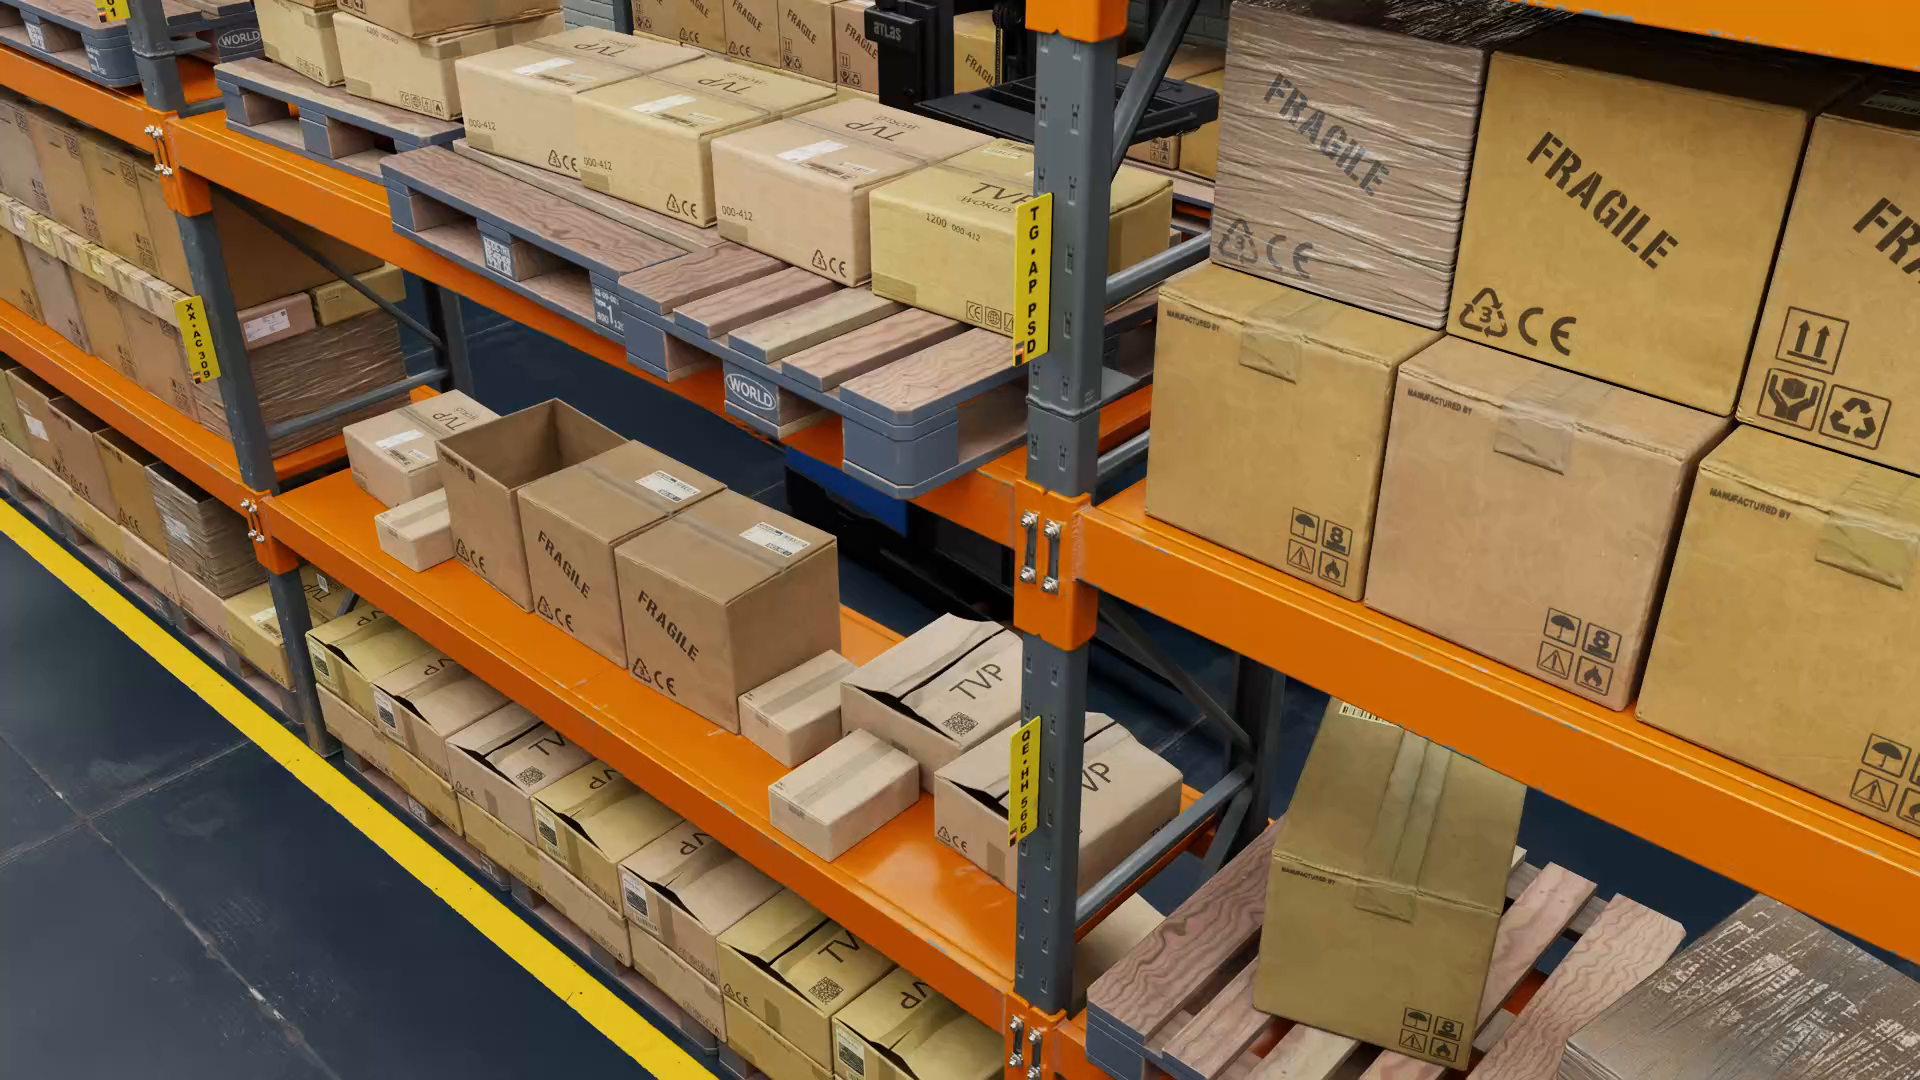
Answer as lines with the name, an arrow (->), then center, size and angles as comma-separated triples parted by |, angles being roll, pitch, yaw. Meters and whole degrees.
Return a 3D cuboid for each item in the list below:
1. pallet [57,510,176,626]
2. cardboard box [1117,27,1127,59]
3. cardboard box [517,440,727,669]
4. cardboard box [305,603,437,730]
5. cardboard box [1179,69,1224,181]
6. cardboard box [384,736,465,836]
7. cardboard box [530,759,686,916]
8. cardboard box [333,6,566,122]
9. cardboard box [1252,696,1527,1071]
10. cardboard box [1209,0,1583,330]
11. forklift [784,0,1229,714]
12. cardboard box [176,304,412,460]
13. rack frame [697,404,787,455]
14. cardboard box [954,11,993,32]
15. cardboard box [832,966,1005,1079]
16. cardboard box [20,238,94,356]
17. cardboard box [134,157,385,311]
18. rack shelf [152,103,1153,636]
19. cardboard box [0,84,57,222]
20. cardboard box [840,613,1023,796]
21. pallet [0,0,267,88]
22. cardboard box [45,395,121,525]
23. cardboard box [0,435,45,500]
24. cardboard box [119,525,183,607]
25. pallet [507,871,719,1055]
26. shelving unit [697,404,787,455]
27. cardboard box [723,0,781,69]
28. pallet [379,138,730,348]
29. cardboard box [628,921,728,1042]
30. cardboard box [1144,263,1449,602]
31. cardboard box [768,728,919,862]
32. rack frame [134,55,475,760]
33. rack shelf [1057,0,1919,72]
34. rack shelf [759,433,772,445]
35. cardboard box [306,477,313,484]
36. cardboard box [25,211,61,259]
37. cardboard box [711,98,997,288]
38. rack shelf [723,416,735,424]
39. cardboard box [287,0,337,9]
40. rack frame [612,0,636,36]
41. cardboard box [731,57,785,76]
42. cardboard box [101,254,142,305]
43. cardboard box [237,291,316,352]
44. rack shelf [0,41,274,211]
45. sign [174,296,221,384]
pallet -> -3.920, -0.066, 8.655 | 1.213, 0.211, 1.003 | 25, 39, 35
cardboard box -> 0.664, -2.951, 10.142 | 0.500, 0.500, 0.500 | 24, 38, 34
cardboard box -> -1.129, 0.038, 5.682 | 0.500, 0.500, 0.500 | 25, 39, 35
cardboard box -> -2.310, 0.449, 6.811 | 0.500, 0.311, 0.500 | 25, 39, 35
cardboard box -> 1.636, -2.289, 9.120 | 0.700, 0.500, 0.500 | -25, 39, -35
cardboard box -> -1.938, 0.863, 6.667 | 0.500, 0.250, 0.500 | 26, 40, 36
cardboard box -> -1.169, 0.981, 5.928 | 0.500, 0.311, 0.500 | 26, 40, 36
cardboard box -> -1.590, -1.542, 5.233 | 0.500, 0.250, 0.500 | 21, 37, 31
cardboard box -> 1.059, 0.789, 4.026 | 0.500, 0.500, 0.700 | 12, 33, 19
cardboard box -> 0.836, -0.766, 3.139 | 0.500, 0.500, 0.500 | 25, 39, 35
forklift -> 0.416, -1.013, 7.591 | 1.130, 2.935, 3.031 | -25, 39, -35
cardboard box -> -2.782, -0.741, 6.976 | 0.500, 0.500, 0.700 | 24, 38, 34
rack frame -> -1.244, -0.721, 9.937 | 0.240, 0.006, 1.200 | -26, 39, -36
cardboard box -> -0.060, -2.924, 10.098 | 0.500, 0.500, 0.500 | 25, 39, 35
cardboard box -> -0.037, 1.508, 5.052 | 0.500, 0.311, 0.500 | 26, 40, 36
cardboard box -> -3.928, -1.273, 7.860 | 0.500, 0.500, 0.700 | 26, 40, 36
cardboard box -> -2.782, -1.297, 6.641 | 0.500, 0.500, 0.700 | 25, 39, 35
rack shelf -> -0.966, -0.832, 5.013 | 4.000, 0.370, 1.077 | 25, 39, 35
cardboard box -> -3.899, -1.818, 7.507 | 0.500, 0.500, 0.700 | 25, 39, 35
cardboard box -> -0.017, 0.492, 5.111 | 0.500, 0.311, 0.500 | 25, 39, 35
pallet -> -3.099, -2.080, 6.474 | 1.213, 0.211, 1.003 | 25, 39, 35
cardboard box -> -4.056, -0.464, 8.144 | 0.500, 0.500, 0.500 | 25, 39, 35
cardboard box -> -4.793, -0.491, 8.916 | 0.500, 0.250, 0.500 | 25, 39, 35
cardboard box -> -3.684, 0.030, 8.051 | 0.500, 0.250, 0.500 | 25, 39, 35
pallet -> -0.968, 1.310, 6.370 | 1.213, 0.211, 1.003 | 25, 39, 35
shelving unit -> -1.244, -0.799, 9.889 | 0.258, 0.189, 1.200 | -26, 39, -36
cardboard box -> -1.203, -3.456, 10.982 | 0.500, 0.500, 0.500 | 24, 38, 34
pallet -> -0.878, -0.954, 4.700 | 1.213, 0.211, 1.003 | 27, 40, 37
cardboard box -> -0.793, 1.394, 5.785 | 0.500, 0.250, 0.500 | 26, 40, 36
cardboard box -> 0.863, -0.353, 3.422 | 0.500, 0.500, 0.910 | 25, 39, 35
cardboard box -> -0.336, 0.739, 4.857 | 0.250, 0.149, 0.380 | 25, 39, 35
rack frame -> -2.449, -0.547, 6.751 | 0.127, 3.000, 1.000 | 25, 39, 35
rack shelf -> 1.999, -0.561, 2.043 | 4.000, 0.370, 1.077 | 25, 39, 35
rack shelf -> -1.050, -0.691, 9.711 | 0.258, 0.180, 0.103 | -26, 39, -36
cardboard box -> -2.959, -0.321, 7.906 | 0.500, 0.500, 0.500 | 25, 39, 35
cardboard box -> -3.934, -1.411, 7.459 | 0.250, 0.149, 0.380 | 27, 40, 37
cardboard box -> -0.258, -0.874, 4.123 | 0.500, 0.250, 0.500 | 26, 40, 36
rack shelf -> -1.295, -0.828, 9.937 | 0.258, 0.180, 0.103 | -26, 39, -36
cardboard box -> -2.018, -2.041, 5.334 | 0.500, 0.500, 0.500 | 26, 39, 36
rack frame -> -2.094, -3.827, 12.199 | 0.127, 3.000, 1.000 | 25, 39, 35
cardboard box -> -1.177, -3.128, 11.164 | 0.500, 0.250, 0.500 | 24, 39, 34
cardboard box -> -3.368, -1.147, 7.020 | 0.250, 0.149, 0.380 | 25, 39, 35
cardboard box -> -2.795, -0.880, 6.578 | 0.250, 0.149, 0.380 | 25, 39, 35
rack shelf -> -3.932, -2.216, 7.312 | 4.000, 0.370, 1.077 | 25, 39, 35
sign -> -2.821, -0.739, 6.153 | 0.005, 0.325, 0.100 | 25, 39, 35
